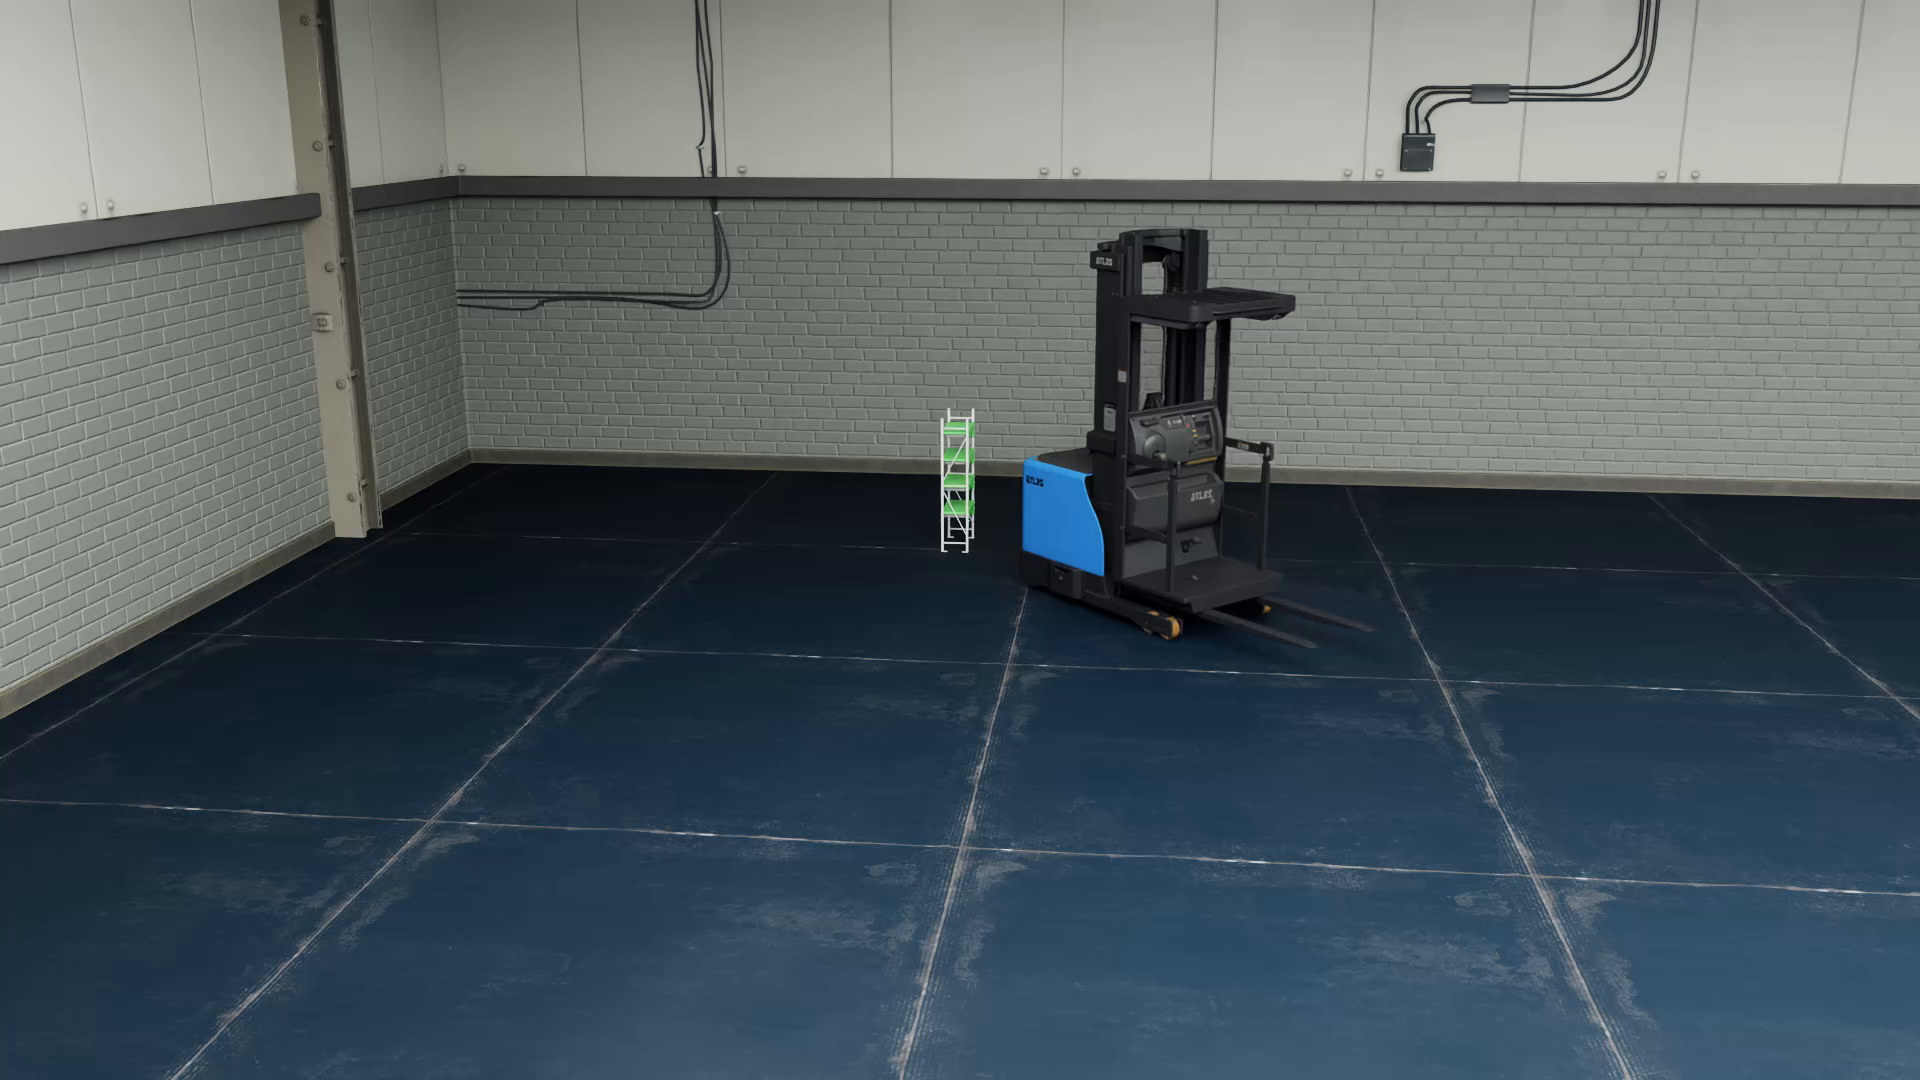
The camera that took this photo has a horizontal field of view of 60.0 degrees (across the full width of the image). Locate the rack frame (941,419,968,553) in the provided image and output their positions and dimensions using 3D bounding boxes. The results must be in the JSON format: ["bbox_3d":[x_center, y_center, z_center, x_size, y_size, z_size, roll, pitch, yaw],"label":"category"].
[{"bbox_3d":[-0.046,-0.473,14.613,0.240,1.200,0.015,2,15,6],"label":"rack frame"}]

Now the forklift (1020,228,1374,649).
[{"bbox_3d":[1.789,-0.817,12.570,1.130,2.935,3.031,-11,19,-36],"label":"forklift"}]

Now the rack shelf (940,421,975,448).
[{"bbox_3d":[-0.019,-0.938,14.738,0.258,0.148,0.480,2,15,6],"label":"rack shelf"}]

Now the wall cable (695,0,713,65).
[{"bbox_3d":[-1.258,-6.005,16.405,3.097,2.526,0.112,2,15,6],"label":"wall cable"}]

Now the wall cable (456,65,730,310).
[{"bbox_3d":[-3.947,-3.647,17.358,3.097,2.526,0.112,2,15,6],"label":"wall cable"}]

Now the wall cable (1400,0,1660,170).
[{"bbox_3d":[5.485,-6.504,15.460,2.305,6.003,0.169,2,15,6],"label":"wall cable"}]

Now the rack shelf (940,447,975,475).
[{"bbox_3d":[-0.019,-0.706,14.801,0.258,0.148,0.480,2,15,6],"label":"rack shelf"}]

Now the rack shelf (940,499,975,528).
[{"bbox_3d":[-0.019,-0.243,14.926,0.258,0.148,0.480,2,15,6],"label":"rack shelf"}]

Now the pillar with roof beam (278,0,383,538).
[{"bbox_3d":[-1.315,-4.294,13.803,9.100,9.000,0.400,2,15,6],"label":"pillar with roof beam"}]

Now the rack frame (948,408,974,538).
[{"bbox_3d":[0.009,-0.600,15.081,0.240,1.200,0.015,2,15,6],"label":"rack frame"}]

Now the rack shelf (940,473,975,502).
[{"bbox_3d":[-0.019,-0.475,14.863,0.258,0.148,0.480,2,15,6],"label":"rack shelf"}]

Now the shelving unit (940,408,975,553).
[{"bbox_3d":[-0.019,-0.536,14.847,0.258,1.200,0.503,2,15,6],"label":"shelving unit"}]
